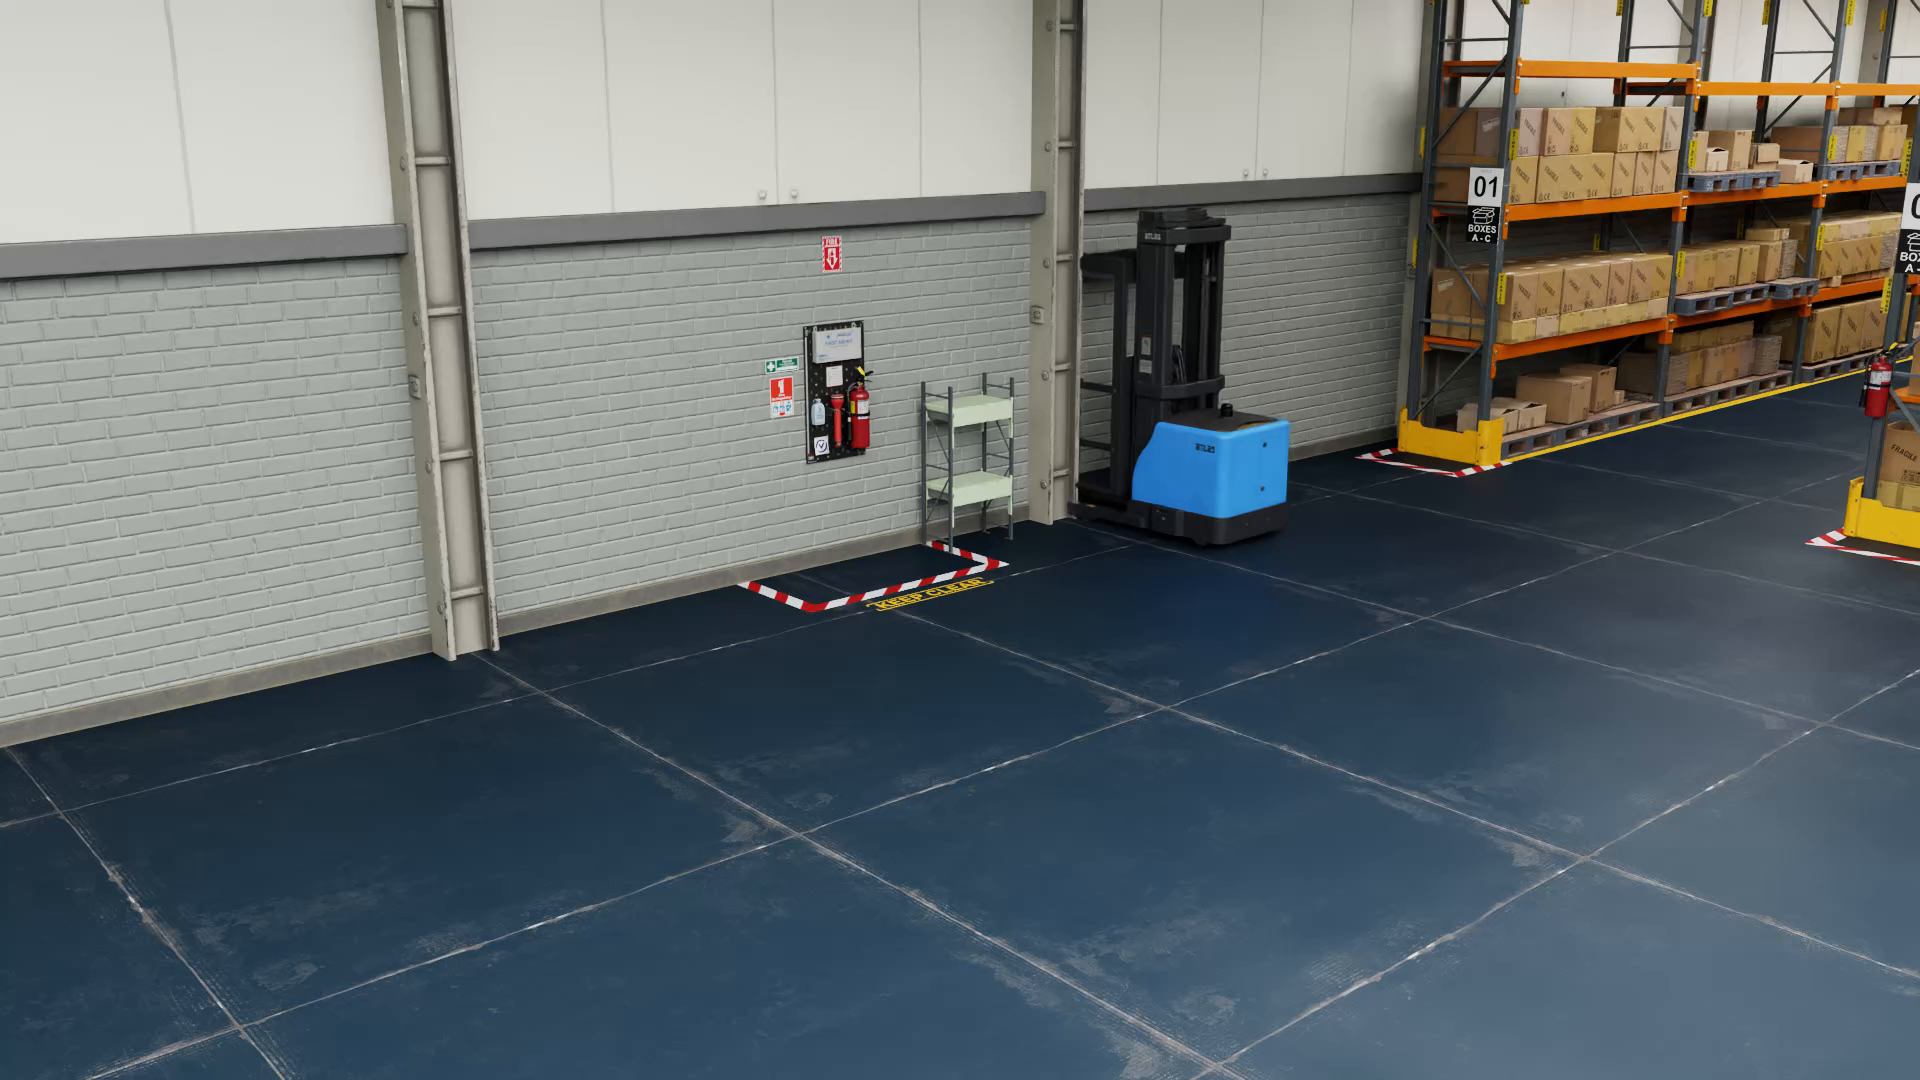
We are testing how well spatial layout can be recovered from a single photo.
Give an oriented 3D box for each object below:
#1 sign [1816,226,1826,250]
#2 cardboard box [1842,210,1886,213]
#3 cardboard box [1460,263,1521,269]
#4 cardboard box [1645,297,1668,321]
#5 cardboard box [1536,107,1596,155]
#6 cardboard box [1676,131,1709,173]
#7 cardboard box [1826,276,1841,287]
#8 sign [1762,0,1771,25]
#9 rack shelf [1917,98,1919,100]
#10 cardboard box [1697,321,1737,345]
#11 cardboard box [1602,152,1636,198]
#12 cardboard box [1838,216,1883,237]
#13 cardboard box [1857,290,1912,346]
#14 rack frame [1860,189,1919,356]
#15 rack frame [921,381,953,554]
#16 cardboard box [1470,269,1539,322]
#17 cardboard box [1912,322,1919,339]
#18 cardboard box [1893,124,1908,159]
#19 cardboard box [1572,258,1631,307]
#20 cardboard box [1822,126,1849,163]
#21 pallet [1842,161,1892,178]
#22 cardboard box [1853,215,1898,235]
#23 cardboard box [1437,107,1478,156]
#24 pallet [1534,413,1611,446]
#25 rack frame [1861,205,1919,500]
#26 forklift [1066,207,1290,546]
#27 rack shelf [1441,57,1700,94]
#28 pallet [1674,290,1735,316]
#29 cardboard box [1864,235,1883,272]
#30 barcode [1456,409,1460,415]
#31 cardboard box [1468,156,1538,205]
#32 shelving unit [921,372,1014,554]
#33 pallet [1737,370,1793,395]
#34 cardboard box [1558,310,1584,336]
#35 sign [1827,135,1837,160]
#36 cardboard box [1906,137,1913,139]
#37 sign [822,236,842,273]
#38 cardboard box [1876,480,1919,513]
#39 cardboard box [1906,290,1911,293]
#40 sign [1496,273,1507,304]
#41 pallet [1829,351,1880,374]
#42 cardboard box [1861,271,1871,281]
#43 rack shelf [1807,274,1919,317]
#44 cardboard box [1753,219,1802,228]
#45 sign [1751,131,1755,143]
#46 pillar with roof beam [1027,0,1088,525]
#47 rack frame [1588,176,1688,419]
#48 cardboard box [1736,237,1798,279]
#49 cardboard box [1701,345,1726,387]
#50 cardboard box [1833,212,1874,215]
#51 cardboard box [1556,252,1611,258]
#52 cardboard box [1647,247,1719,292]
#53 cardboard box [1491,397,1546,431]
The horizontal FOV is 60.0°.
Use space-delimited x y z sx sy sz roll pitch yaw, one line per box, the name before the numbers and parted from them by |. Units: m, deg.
sign | 11.857 -4.159 22.916 0.005 0.325 0.100 -13 19 -39
cardboard box | 13.993 -4.956 25.729 0.500 0.250 0.500 -12 19 -38
cardboard box | 6.061 -2.890 19.057 0.500 0.500 0.500 -12 19 -39
cardboard box | 8.318 -2.862 20.404 0.500 0.250 0.500 -13 19 -39
cardboard box | 6.700 -4.559 18.521 0.500 0.500 0.500 -12 19 -38
cardboard box | 8.941 -4.841 20.742 0.500 0.500 0.500 -9 18 -32
cardboard box | 12.346 -3.710 23.775 0.250 0.149 0.380 -12 19 -38
sign | 11.127 -7.275 22.932 0.005 0.325 0.100 -13 19 -39
rack shelf | 10.222 -4.119 15.402 4.000 0.370 1.077 -13 19 -39
cardboard box | 10.129 -2.804 22.474 0.500 0.250 0.500 -13 20 -40
cardboard box | 7.475 -4.253 19.315 0.500 0.500 0.500 -14 20 -41
cardboard box | 13.166 -4.597 24.384 0.500 0.250 0.500 -13 20 -40
cardboard box | 14.107 -3.448 25.698 0.750 0.750 0.750 -12 19 -39
rack frame | 14.512 -4.419 25.982 0.127 3.000 1.000 -13 19 -39
rack frame | -0.204 -0.640 14.739 0.023 1.500 0.400 -13 20 -40
cardboard box | 6.016 -2.708 18.375 0.500 0.500 0.500 -13 19 -39
cardboard box | 8.877 -1.886 15.048 0.250 0.149 0.380 -13 20 -40
cardboard box | 13.776 -6.002 25.047 0.500 0.500 0.700 -14 20 -42
cardboard box | 7.563 -3.054 19.671 0.500 0.500 0.500 -13 20 -41
cardboard box | 12.187 -5.645 23.712 0.500 0.500 0.700 -14 20 -42
pallet | 12.787 -5.409 24.241 1.213 0.211 1.003 -12 19 -37
cardboard box | 13.550 -4.683 24.708 0.500 0.250 0.500 -12 19 -38
cardboard box | 5.613 -4.500 18.304 0.500 0.500 0.500 -12 19 -37
pallet | 7.072 -1.388 20.038 1.213 0.211 1.003 -13 19 -39
rack frame | 8.714 -1.423 14.763 0.127 3.000 1.000 -13 19 -39
forklift | 1.655 -1.671 15.825 1.130 2.935 3.031 -14 20 -42
rack shelf | 6.968 -5.274 18.959 4.000 0.370 1.077 -13 19 -39
pallet | 9.149 -3.072 21.312 1.213 0.211 1.003 -13 19 -39
cardboard box | 13.192 -4.236 24.488 0.500 0.500 0.500 -12 19 -38
barcode | 5.791 -1.485 19.337 0.075 0.075 0.001 -13 19 -39
cardboard box | 5.875 -3.901 17.999 0.500 0.500 0.500 -12 19 -38
shelving unit | 0.070 -0.702 14.973 0.755 1.500 0.431 -13 20 -40
pallet | 10.904 -2.262 23.310 1.213 0.211 1.003 -13 19 -39
cardboard box | 6.806 -2.520 19.125 0.500 0.250 0.500 -13 20 -40
sign | 11.849 -5.335 22.594 0.005 0.325 0.100 -13 19 -39
cardboard box | 14.874 -6.209 26.152 0.500 0.250 0.500 -12 19 -39
sign | -1.068 -2.384 13.869 0.199 0.298 0.001 -13 19 -39
cardboard box | 8.924 -0.445 15.619 0.500 0.250 0.500 -13 19 -39
cardboard box | 15.498 -3.983 27.122 0.250 0.149 0.380 -13 20 -41
sign | 5.815 -2.699 17.864 0.005 0.325 0.100 -13 19 -39
pallet | 13.058 -2.719 25.020 1.213 0.211 1.003 -13 19 -39
cardboard box | 13.247 -3.946 24.657 0.250 0.149 0.380 -12 19 -38
rack shelf | 13.003 -3.733 24.806 4.000 0.370 1.077 -13 19 -39
cardboard box | 11.666 -4.433 23.771 0.500 0.250 0.500 -12 19 -38
sign | 11.136 -5.588 23.391 0.005 0.325 0.100 -13 19 -39
pillar with roof beam | 3.719 -3.717 11.729 0.400 9.000 9.100 -13 19 -39
rack frame | 8.476 -3.064 20.908 0.127 3.000 1.000 -13 19 -39
cardboard box | 11.146 -3.921 23.070 0.700 0.500 0.500 13 20 40
cardboard box | 9.789 -2.373 22.311 0.500 0.500 0.700 -12 19 -39
cardboard box | 13.603 -4.866 25.393 0.500 0.250 0.500 -12 19 -39
cardboard box | 7.592 -3.238 20.357 0.500 0.500 0.500 -13 20 -40
cardboard box | 9.309 -3.498 21.486 0.500 0.500 0.700 -10 18 -34
cardboard box | 6.470 -1.496 19.396 0.500 0.311 0.500 -11 18 -35
